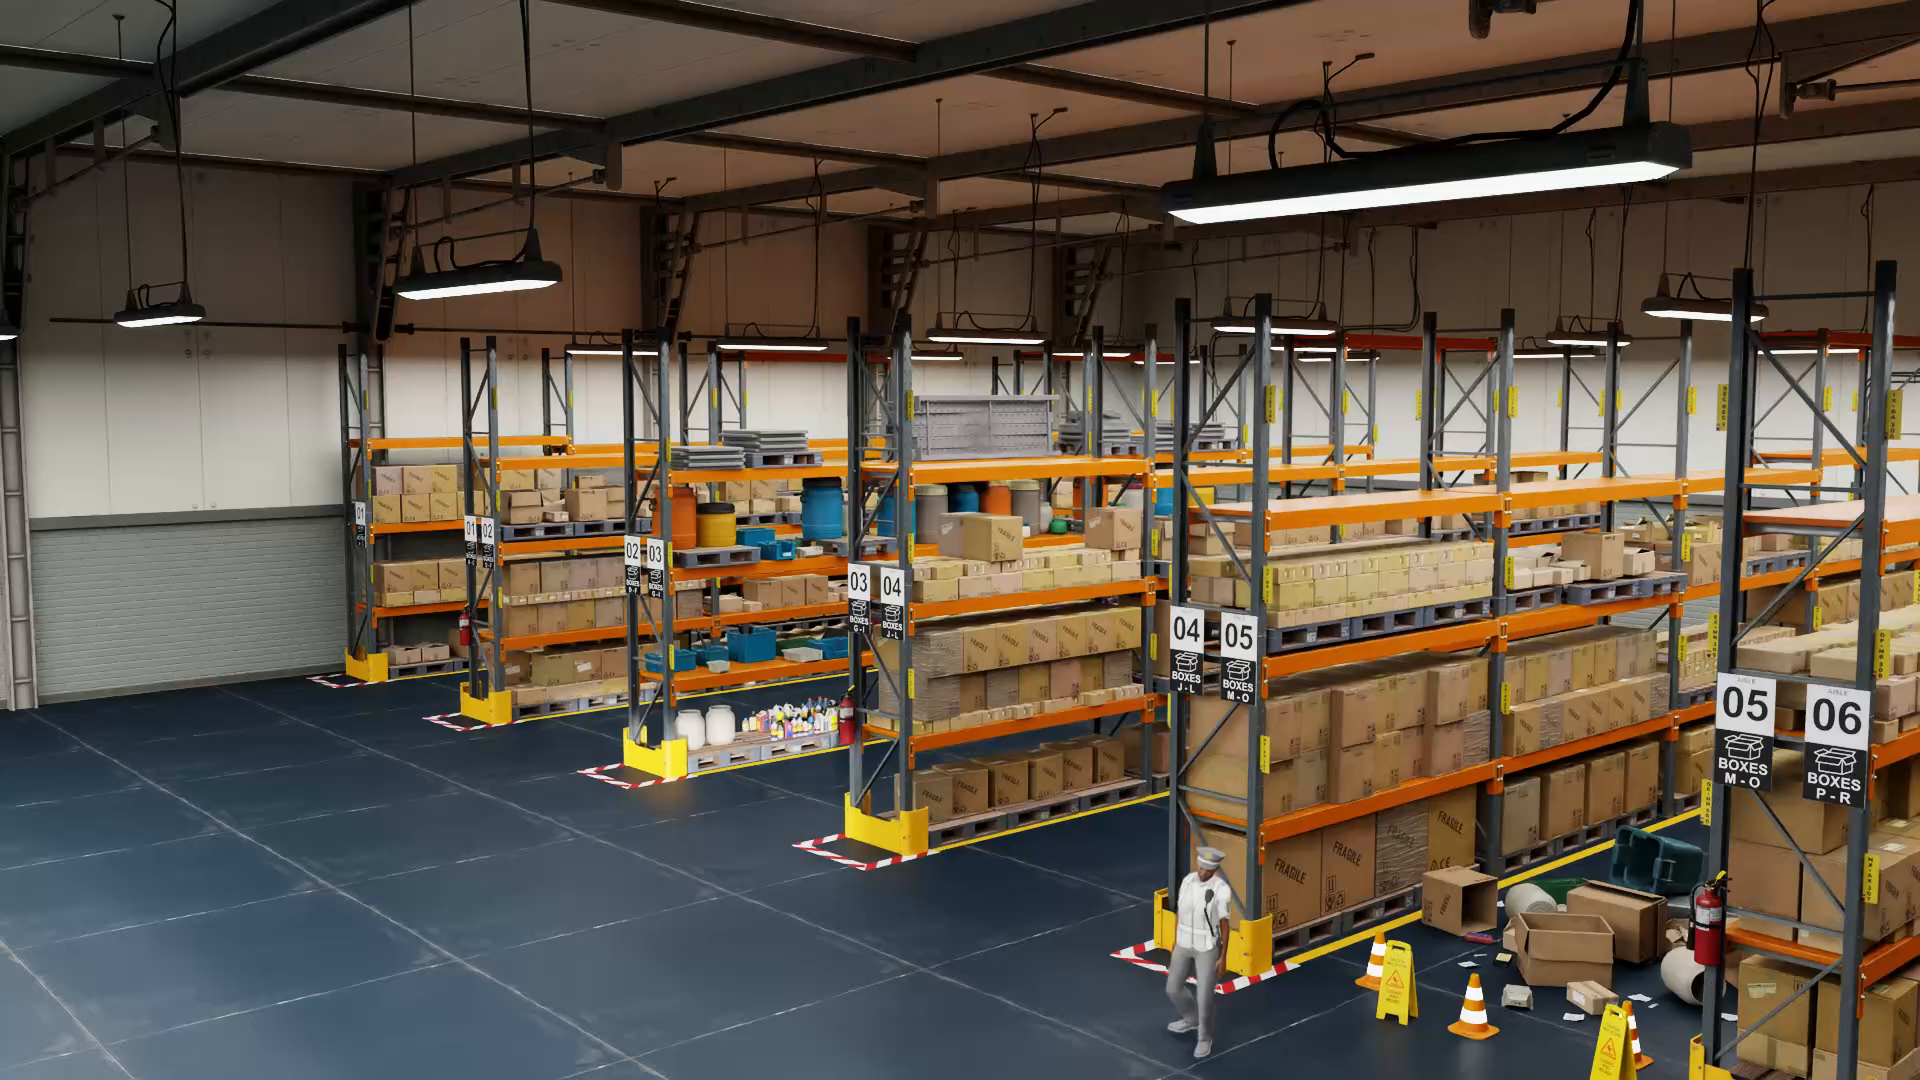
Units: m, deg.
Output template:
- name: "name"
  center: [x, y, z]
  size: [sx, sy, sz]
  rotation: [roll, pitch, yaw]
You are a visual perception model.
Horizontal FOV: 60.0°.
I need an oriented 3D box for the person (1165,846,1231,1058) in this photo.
- name: "person"
  center: [1.860, 3.189, 13.030]
  size: [0.594, 1.662, 0.471]
  rotation: [4, 6, 35]
